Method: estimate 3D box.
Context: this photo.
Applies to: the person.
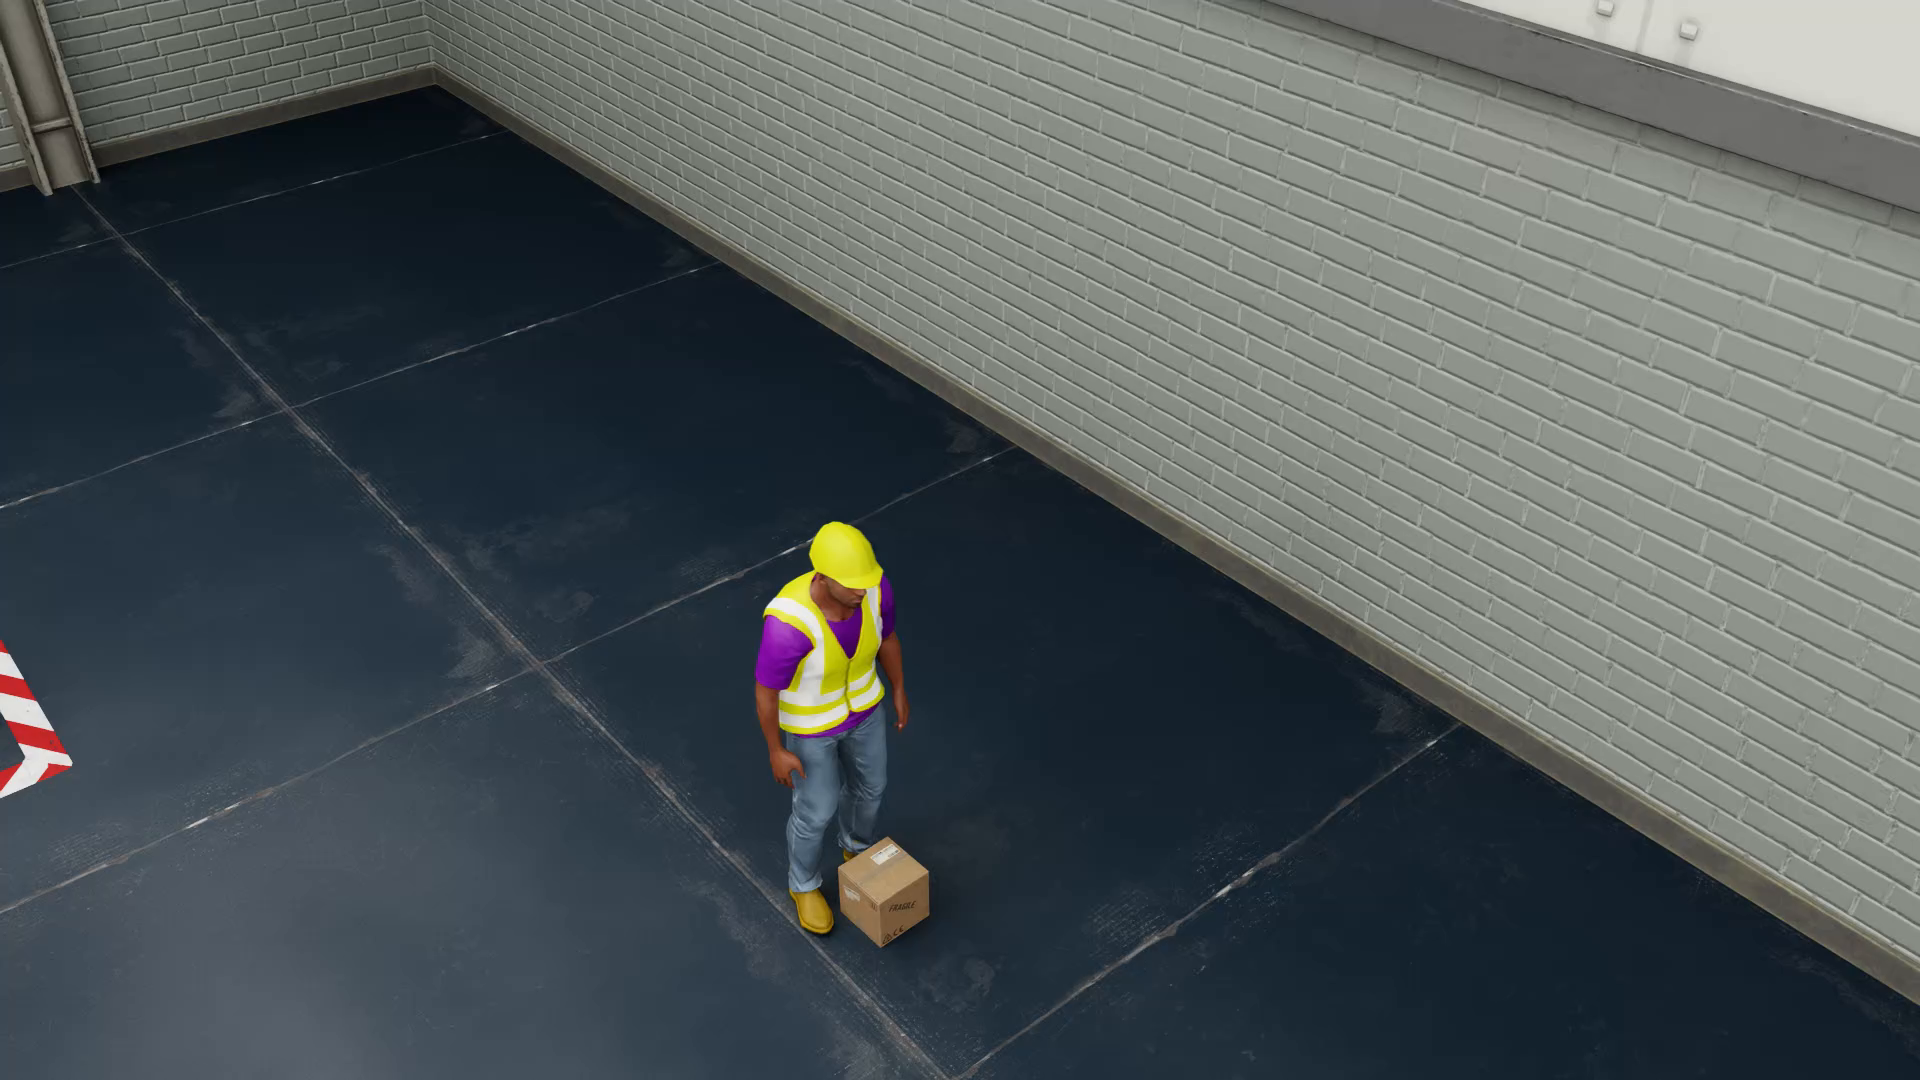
[{"bbox_3d":[-0.453,0.657,6.148,0.627,1.761,0.454,-26,43,-31],"label":"person"}]
